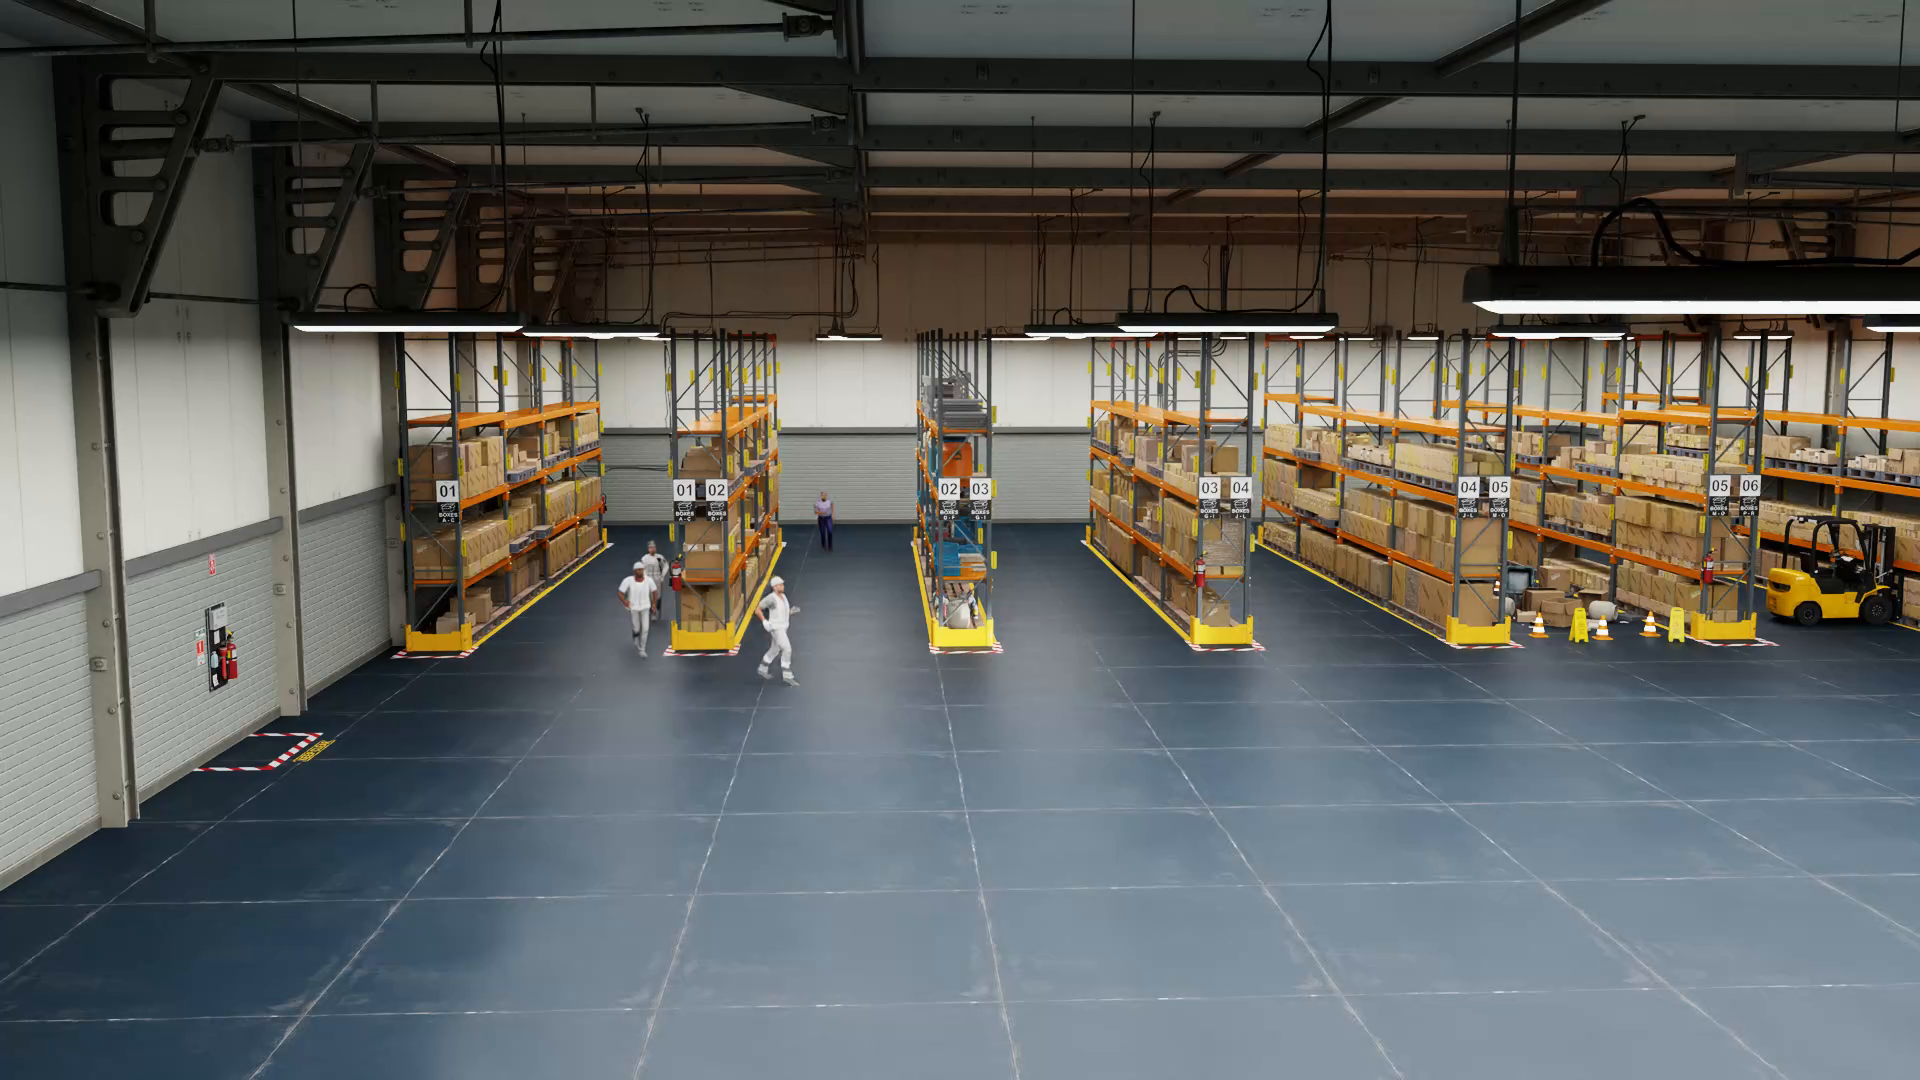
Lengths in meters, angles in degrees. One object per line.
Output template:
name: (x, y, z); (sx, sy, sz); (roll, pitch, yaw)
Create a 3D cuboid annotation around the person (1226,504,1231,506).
person: (7.577, -0.727, 47.722); (0.614, 1.680, 0.872); (4, 8, 30)

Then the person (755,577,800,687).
person: (-3.071, 1.530, 27.969); (0.843, 1.838, 0.656); (2, 7, 17)

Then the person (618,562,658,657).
person: (-5.927, 1.265, 30.693); (0.737, 1.736, 0.601); (-2, 7, -20)

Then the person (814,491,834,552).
person: (-3.765, -0.503, 46.145); (0.556, 1.713, 0.800); (-1, 7, -5)

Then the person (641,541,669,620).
person: (-6.321, 0.851, 34.331); (0.596, 1.645, 0.558); (-1, 7, -9)
